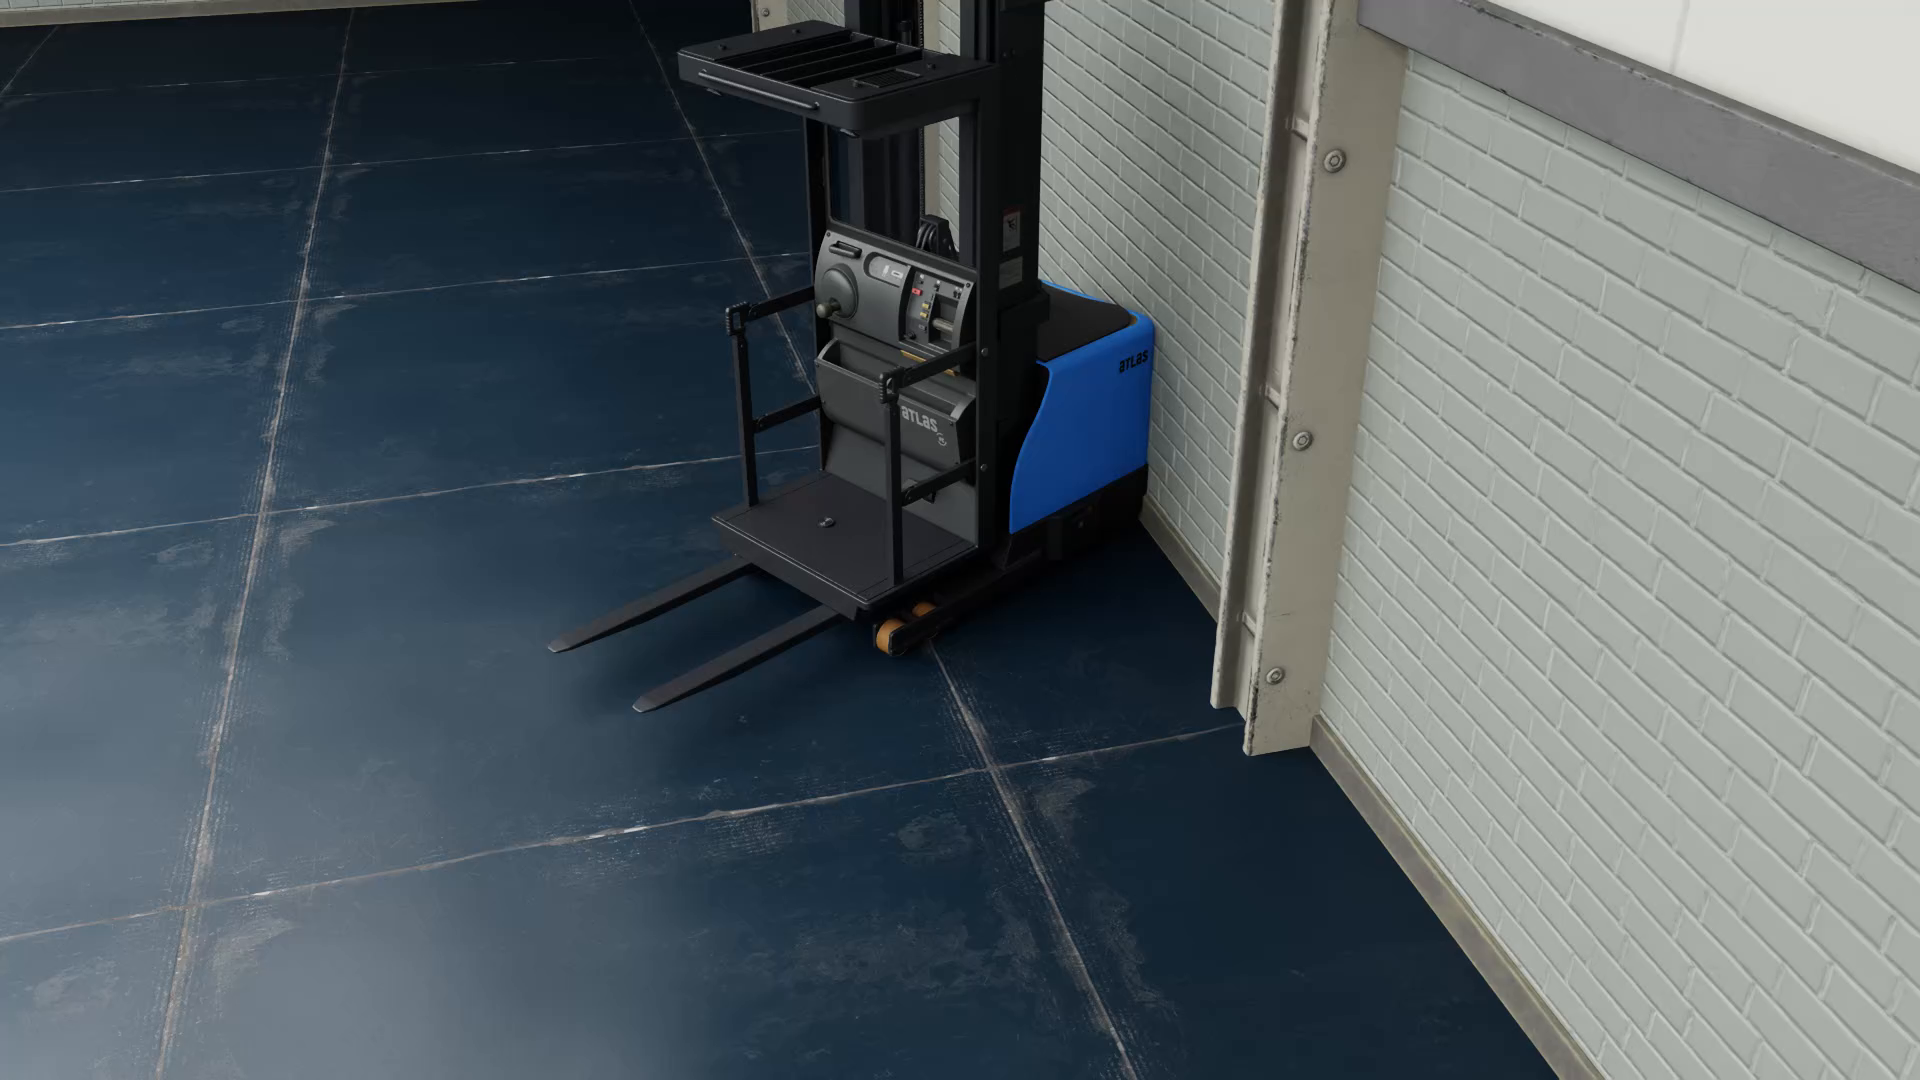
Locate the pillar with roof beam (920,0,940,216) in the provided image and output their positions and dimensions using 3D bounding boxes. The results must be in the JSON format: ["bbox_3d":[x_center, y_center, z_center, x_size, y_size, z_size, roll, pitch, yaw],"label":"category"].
[{"bbox_3d":[-4.481,-5.460,8.700,9.100,9.000,0.400,-8,31,-13],"label":"pillar with roof beam"}]

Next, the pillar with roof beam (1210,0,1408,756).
[{"bbox_3d":[-2.889,-2.562,3.694,9.100,9.000,0.400,-8,31,-13],"label":"pillar with roof beam"}]

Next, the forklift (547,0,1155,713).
[{"bbox_3d":[-0.444,-1.044,7.129,1.130,2.935,3.031,26,39,38],"label":"forklift"}]

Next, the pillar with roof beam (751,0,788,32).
[{"bbox_3d":[-6.074,-8.358,13.707,9.100,9.000,0.400,-8,31,-13],"label":"pillar with roof beam"}]
